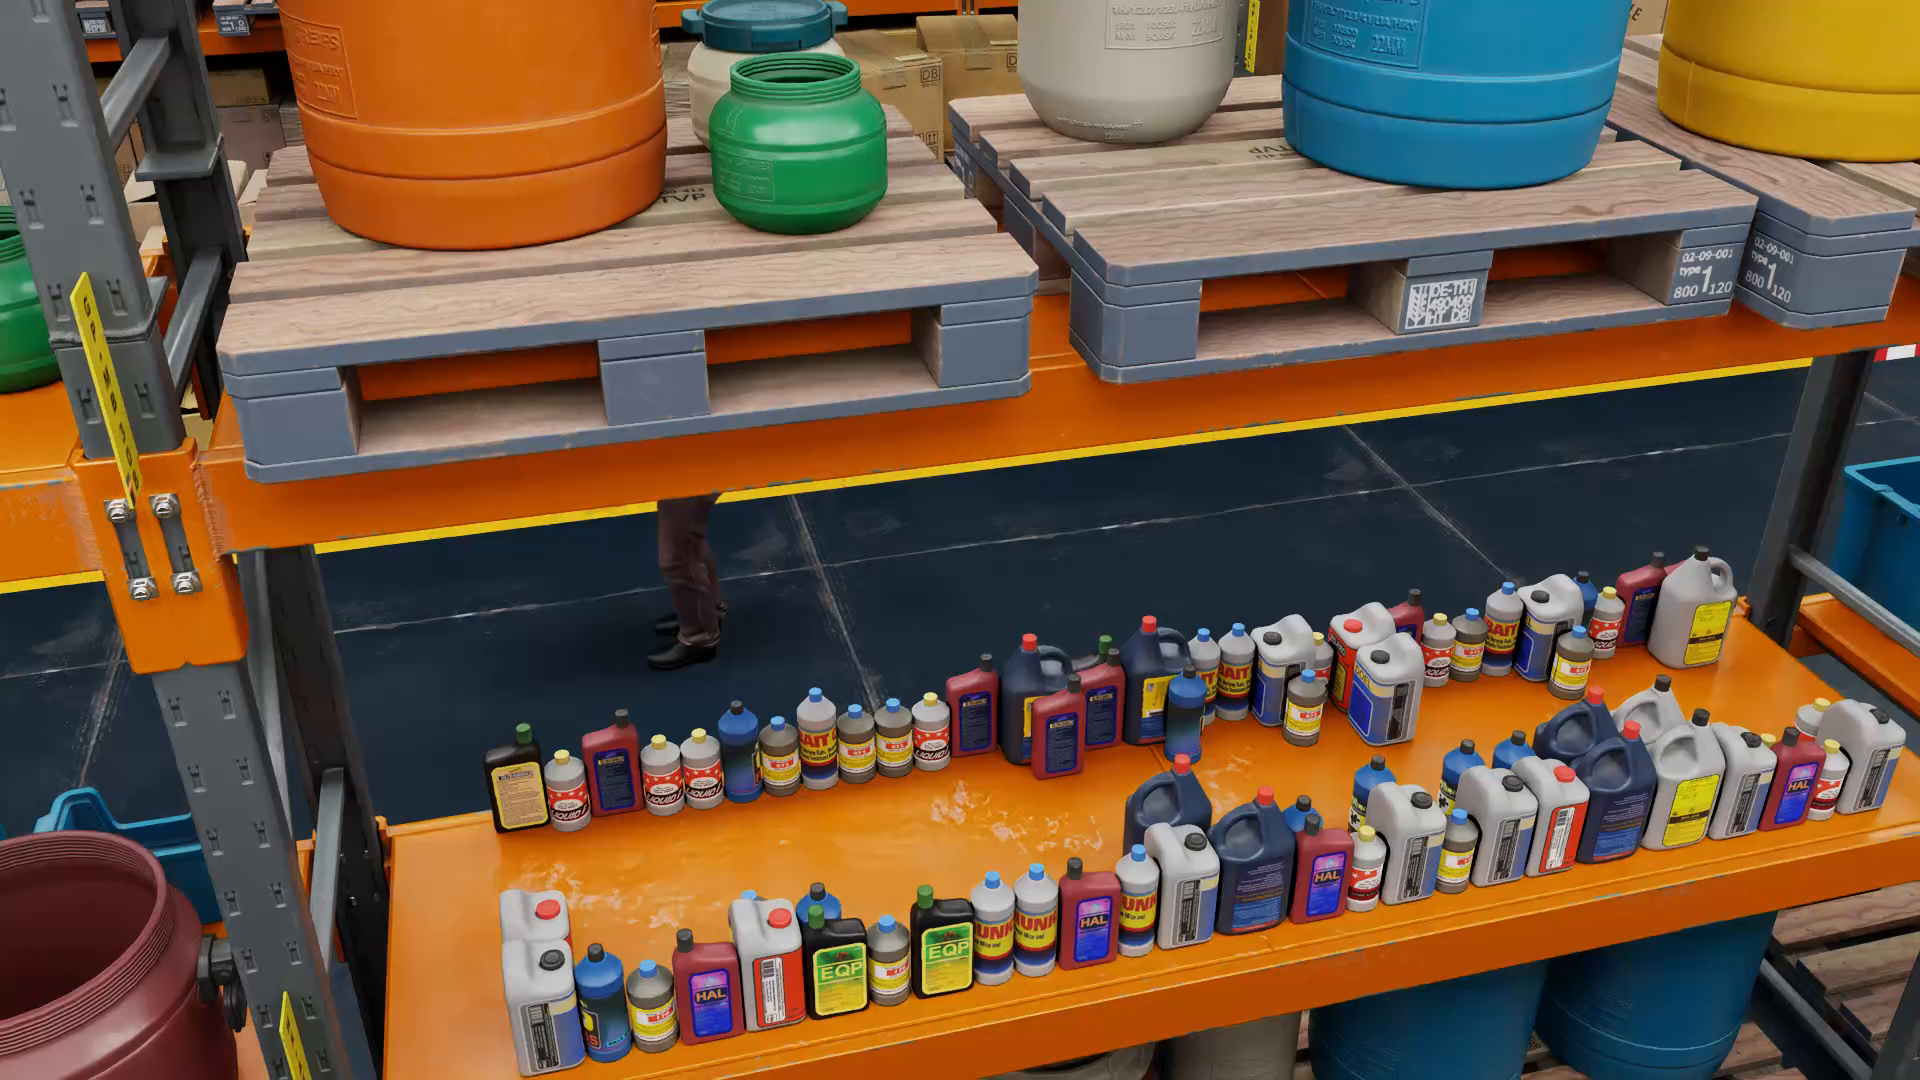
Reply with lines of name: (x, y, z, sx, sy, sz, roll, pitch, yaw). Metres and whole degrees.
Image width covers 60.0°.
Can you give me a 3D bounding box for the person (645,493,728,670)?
person: (-1.194, -0.282, 6.648, 0.555, 1.718, 0.495, -8, 31, -13)
